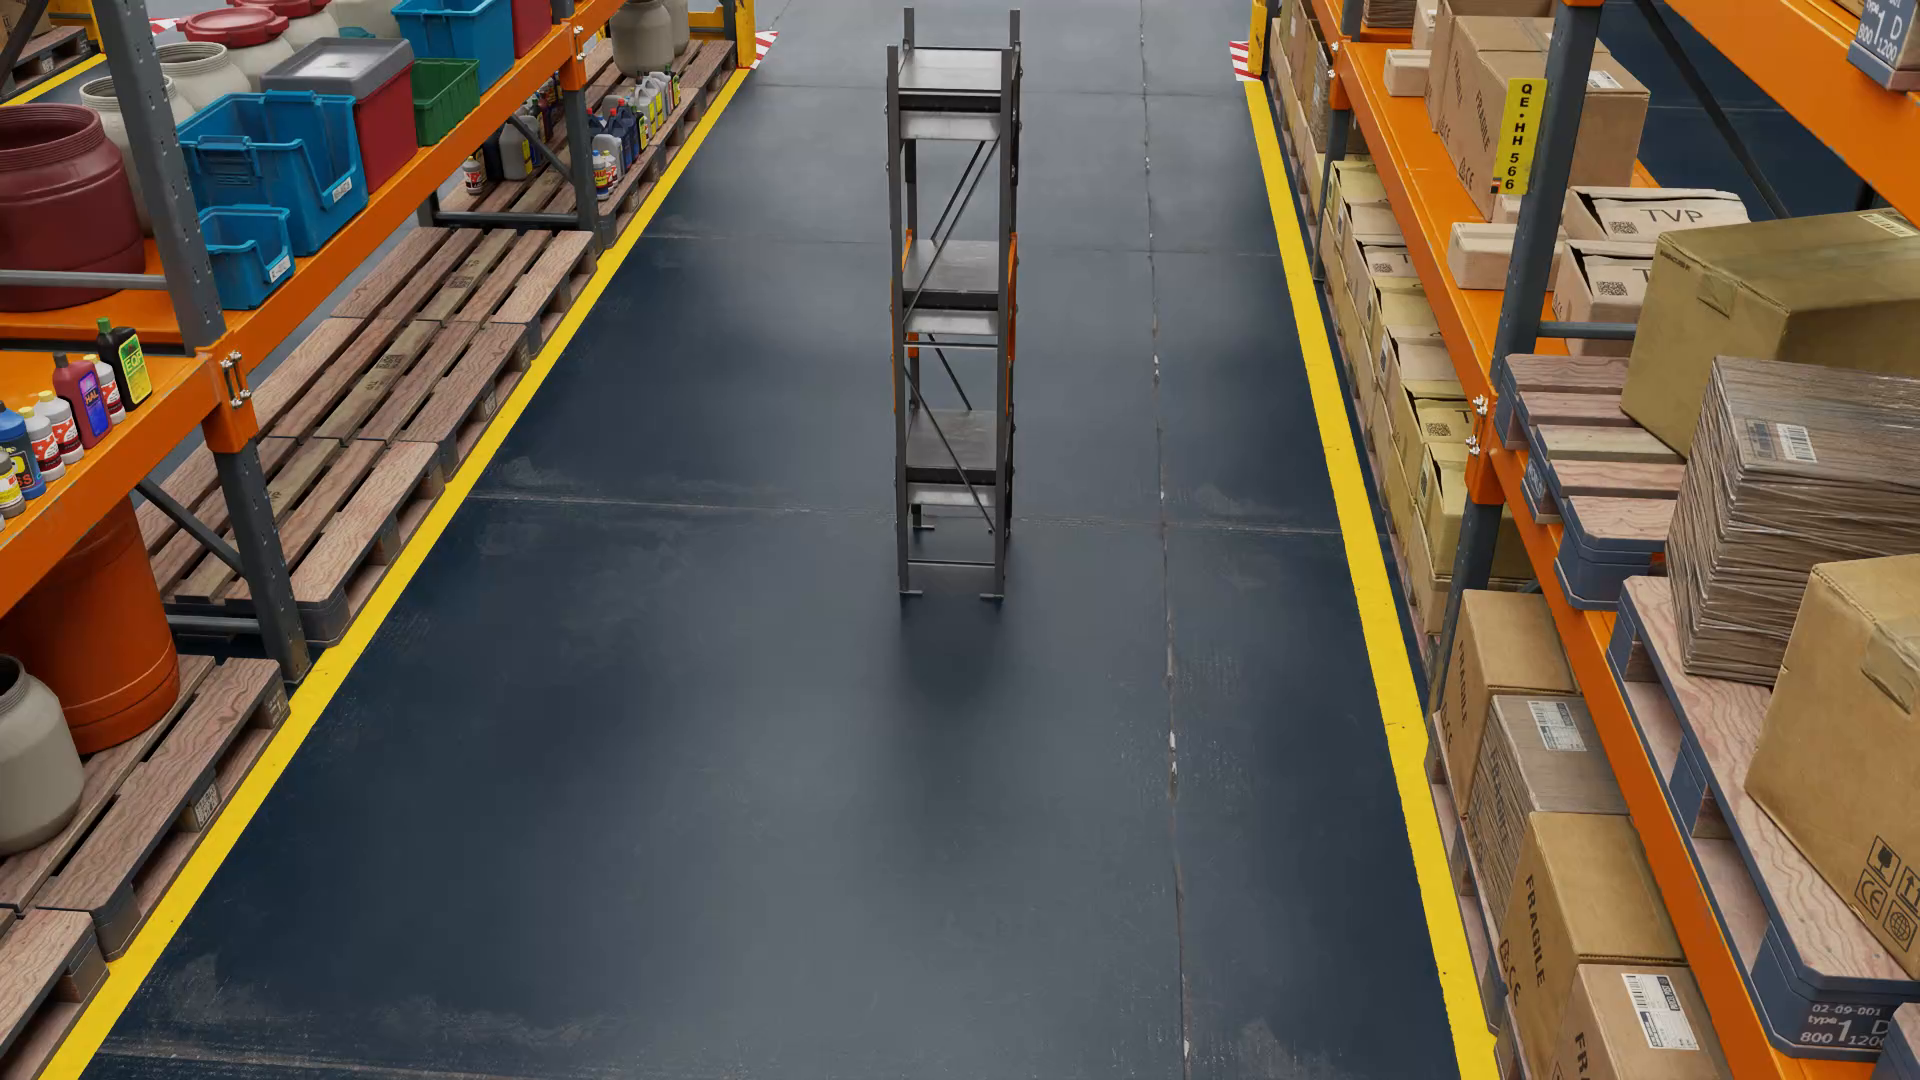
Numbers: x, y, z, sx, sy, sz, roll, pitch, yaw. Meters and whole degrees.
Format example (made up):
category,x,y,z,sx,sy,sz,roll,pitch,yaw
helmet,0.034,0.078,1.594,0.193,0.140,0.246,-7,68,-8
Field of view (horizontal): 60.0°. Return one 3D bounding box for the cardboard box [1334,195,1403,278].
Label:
category,x,y,z,sx,sy,sz,roll,pitch,yaw
cardboard box,2.092,-1.467,7.958,0.500,0.311,0.500,2,32,3

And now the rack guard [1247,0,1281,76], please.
category,x,y,z,sx,sy,sz,roll,pitch,yaw
rack guard,2.747,-3.727,12.322,1.175,0.500,0.348,2,32,4

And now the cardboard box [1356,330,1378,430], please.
category,x,y,z,sx,sy,sz,roll,pitch,yaw
cardboard box,2.015,-0.691,7.233,0.500,0.250,0.500,3,32,5

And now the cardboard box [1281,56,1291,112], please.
category,x,y,z,sx,sy,sz,roll,pitch,yaw
cardboard box,2.402,-2.993,10.969,0.500,0.250,0.500,2,32,4

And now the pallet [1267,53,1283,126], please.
category,x,y,z,sx,sy,sz,roll,pitch,yaw
pallet,2.725,-3.190,11.726,1.003,0.211,1.213,2,32,4

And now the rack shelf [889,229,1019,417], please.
category,x,y,z,sx,sy,sz,roll,pitch,yaw
rack shelf,-0.013,-0.796,6.066,0.431,0.518,0.480,2,32,4

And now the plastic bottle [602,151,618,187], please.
category,x,y,z,sx,sy,sz,roll,pitch,yaw
plastic bottle,-2.037,-2.151,9.630,0.097,0.201,0.097,0,32,0

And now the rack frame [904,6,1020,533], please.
category,x,y,z,sx,sy,sz,roll,pitch,yaw
rack frame,0.006,-0.935,6.266,0.400,2.100,0.015,2,32,4

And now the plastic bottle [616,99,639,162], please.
category,x,y,z,sx,sy,sz,roll,pitch,yaw
plastic bottle,-2.022,-2.464,9.994,0.144,0.351,0.185,1,32,2

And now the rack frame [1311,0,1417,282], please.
category,x,y,z,sx,sy,sz,roll,pitch,yaw
rack frame,2.420,-2.687,8.252,1.000,3.000,0.127,2,32,4

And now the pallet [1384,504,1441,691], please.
category,x,y,z,sx,sy,sz,roll,pitch,yaw
pallet,2.200,0.162,6.285,1.003,0.211,1.213,2,32,4

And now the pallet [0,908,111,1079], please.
category,x,y,z,sx,sy,sz,roll,pitch,yaw
pallet,-2.967,1.428,4.232,1.003,0.211,1.213,2,32,4

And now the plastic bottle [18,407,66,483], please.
category,x,y,z,sx,sy,sz,roll,pitch,yaw
plastic bottle,-2.505,-0.264,4.509,0.097,0.201,0.097,0,32,0

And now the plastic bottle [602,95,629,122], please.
category,x,y,z,sx,sy,sz,roll,pitch,yaw
plastic bottle,-2.137,-2.647,10.363,0.152,0.276,0.135,2,32,4

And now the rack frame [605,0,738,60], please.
category,x,y,z,sx,sy,sz,roll,pitch,yaw
rack frame,-2.191,-4.993,11.992,1.000,3.000,0.127,2,32,4

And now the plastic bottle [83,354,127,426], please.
category,x,y,z,sx,sy,sz,roll,pitch,yaw
plastic bottle,-2.478,-0.436,4.787,0.097,0.201,0.097,0,32,0

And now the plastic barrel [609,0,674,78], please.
category,x,y,z,sx,sy,sz,roll,pitch,yaw
plastic barrel,-2.209,-3.503,11.546,0.421,0.512,0.421,0,32,0

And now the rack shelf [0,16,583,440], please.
category,x,y,z,sx,sy,sz,roll,pitch,yaw
rack shelf,-2.680,-1.549,7.090,1.077,0.370,4.000,2,32,4

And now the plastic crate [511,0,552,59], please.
category,x,y,z,sx,sy,sz,roll,pitch,yaw
plastic crate,-2.251,-2.662,8.149,0.402,0.464,0.583,2,32,4

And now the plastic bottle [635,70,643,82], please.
category,x,y,z,sx,sy,sz,roll,pitch,yaw
plastic bottle,-2.058,-2.918,10.796,0.061,0.283,0.133,2,32,4

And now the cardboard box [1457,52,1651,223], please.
category,x,y,z,sx,sy,sz,roll,pitch,yaw
cardboard box,2.214,-1.517,6.256,0.500,0.500,0.500,1,32,1

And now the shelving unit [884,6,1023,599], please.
category,x,y,z,sx,sy,sz,roll,pitch,yaw
shelving unit,-0.013,-0.807,6.059,0.431,2.100,0.503,2,32,4

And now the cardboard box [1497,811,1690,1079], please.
category,x,y,z,sx,sy,sz,roll,pitch,yaw
cardboard box,1.689,1.043,4.162,0.500,0.500,0.500,2,32,3

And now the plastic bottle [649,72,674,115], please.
category,x,y,z,sx,sy,sz,roll,pitch,yaw
plastic bottle,-1.952,-2.911,10.791,0.152,0.276,0.135,3,32,4

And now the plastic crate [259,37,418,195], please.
category,x,y,z,sx,sy,sz,roll,pitch,yaw
plastic crate,-2.406,-1.669,6.537,0.402,0.464,0.583,2,32,4

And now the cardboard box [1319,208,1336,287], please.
category,x,y,z,sx,sy,sz,roll,pitch,yaw
cardboard box,2.140,-1.495,8.538,0.500,0.250,0.500,2,32,3

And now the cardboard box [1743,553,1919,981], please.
category,x,y,z,sx,sy,sz,roll,pitch,yaw
cardboard box,1.851,0.348,2.831,0.700,0.500,0.500,-5,32,-9

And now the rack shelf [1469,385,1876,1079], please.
category,x,y,z,sx,sy,sz,roll,pitch,yaw
rack shelf,1.931,0.756,3.350,1.077,0.370,4.000,2,32,4

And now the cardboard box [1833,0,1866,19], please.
category,x,y,z,sx,sy,sz,roll,pitch,yaw
cardboard box,2.008,-1.147,2.798,0.910,0.500,0.500,2,32,4

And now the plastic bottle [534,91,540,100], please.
category,x,y,z,sx,sy,sz,roll,pitch,yaw
plastic bottle,-2.702,-2.746,10.528,0.097,0.271,0.097,0,32,0

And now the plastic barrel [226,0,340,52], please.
category,x,y,z,sx,sy,sz,roll,pitch,yaw
plastic barrel,-2.873,-2.084,7.144,0.433,0.535,0.433,0,32,0

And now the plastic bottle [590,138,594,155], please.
category,x,y,z,sx,sy,sz,roll,pitch,yaw
plastic bottle,-2.161,-2.254,9.719,0.061,0.283,0.133,2,32,4

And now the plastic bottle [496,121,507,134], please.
category,x,y,z,sx,sy,sz,roll,pitch,yaw
plastic bottle,-2.736,-2.410,9.907,0.144,0.351,0.185,1,32,2

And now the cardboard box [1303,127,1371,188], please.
category,x,y,z,sx,sy,sz,roll,pitch,yaw
cardboard box,2.290,-2.209,9.695,0.500,0.250,0.500,2,32,4

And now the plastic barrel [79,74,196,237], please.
category,x,y,z,sx,sy,sz,roll,pitch,yaw
plastic barrel,-2.972,-1.404,6.063,0.421,0.512,0.421,0,32,0

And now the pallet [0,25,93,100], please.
category,x,y,z,sx,sy,sz,roll,pitch,yaw
pallet,-7.235,-3.554,12.316,1.003,0.211,1.213,2,32,4

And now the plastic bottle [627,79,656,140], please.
category,x,y,z,sx,sy,sz,roll,pitch,yaw
plastic bottle,-1.988,-2.686,10.355,0.144,0.351,0.185,2,32,4

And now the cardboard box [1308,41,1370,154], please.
category,x,y,z,sx,sy,sz,roll,pitch,yaw
cardboard box,2.292,-2.528,9.498,0.500,0.500,0.500,2,32,4

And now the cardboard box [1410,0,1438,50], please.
category,x,y,z,sx,sy,sz,roll,pitch,yaw
cardboard box,2.423,-2.364,7.870,0.500,0.250,0.500,4,32,7

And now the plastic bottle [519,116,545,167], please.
category,x,y,z,sx,sy,sz,roll,pitch,yaw
plastic bottle,-2.586,-2.385,9.938,0.152,0.276,0.135,2,32,4

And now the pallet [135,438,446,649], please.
category,x,y,z,sx,sy,sz,roll,pitch,yaw
pallet,-2.741,-0.026,6.591,1.003,0.211,1.213,2,32,4

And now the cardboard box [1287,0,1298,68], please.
category,x,y,z,sx,sy,sz,roll,pitch,yaw
cardboard box,2.413,-3.312,10.771,0.500,0.500,0.500,2,32,4

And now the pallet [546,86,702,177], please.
category,x,y,z,sx,sy,sz,roll,pitch,yaw
pallet,-2.324,-2.703,10.935,1.003,0.211,1.213,2,32,4

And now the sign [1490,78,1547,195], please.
category,x,y,z,sx,sy,sz,roll,pitch,yaw
sign,1.541,-1.111,4.590,0.100,0.325,0.005,2,32,4

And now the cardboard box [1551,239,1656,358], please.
category,x,y,z,sx,sy,sz,roll,pitch,yaw
cardboard box,2.167,-0.746,5.187,0.500,0.311,0.500,4,32,7

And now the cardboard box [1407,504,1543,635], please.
category,x,y,z,sx,sy,sz,roll,pitch,yaw
cardboard box,1.894,0.110,5.932,0.500,0.250,0.500,3,32,5

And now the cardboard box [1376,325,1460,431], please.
category,x,y,z,sx,sy,sz,roll,pitch,yaw
cardboard box,1.971,-0.663,6.653,0.500,0.311,0.500,2,32,4

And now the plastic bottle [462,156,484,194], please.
category,x,y,z,sx,sy,sz,roll,pitch,yaw
plastic bottle,-2.798,-2.100,9.546,0.097,0.201,0.097,0,32,0

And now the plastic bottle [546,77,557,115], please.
category,x,y,z,sx,sy,sz,roll,pitch,yaw
plastic bottle,-2.677,-2.904,10.785,0.097,0.271,0.097,0,32,0

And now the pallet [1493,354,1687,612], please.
category,x,y,z,sx,sy,sz,roll,pitch,yaw
pallet,2.109,-0.157,4.328,1.213,0.211,1.003,2,32,4
